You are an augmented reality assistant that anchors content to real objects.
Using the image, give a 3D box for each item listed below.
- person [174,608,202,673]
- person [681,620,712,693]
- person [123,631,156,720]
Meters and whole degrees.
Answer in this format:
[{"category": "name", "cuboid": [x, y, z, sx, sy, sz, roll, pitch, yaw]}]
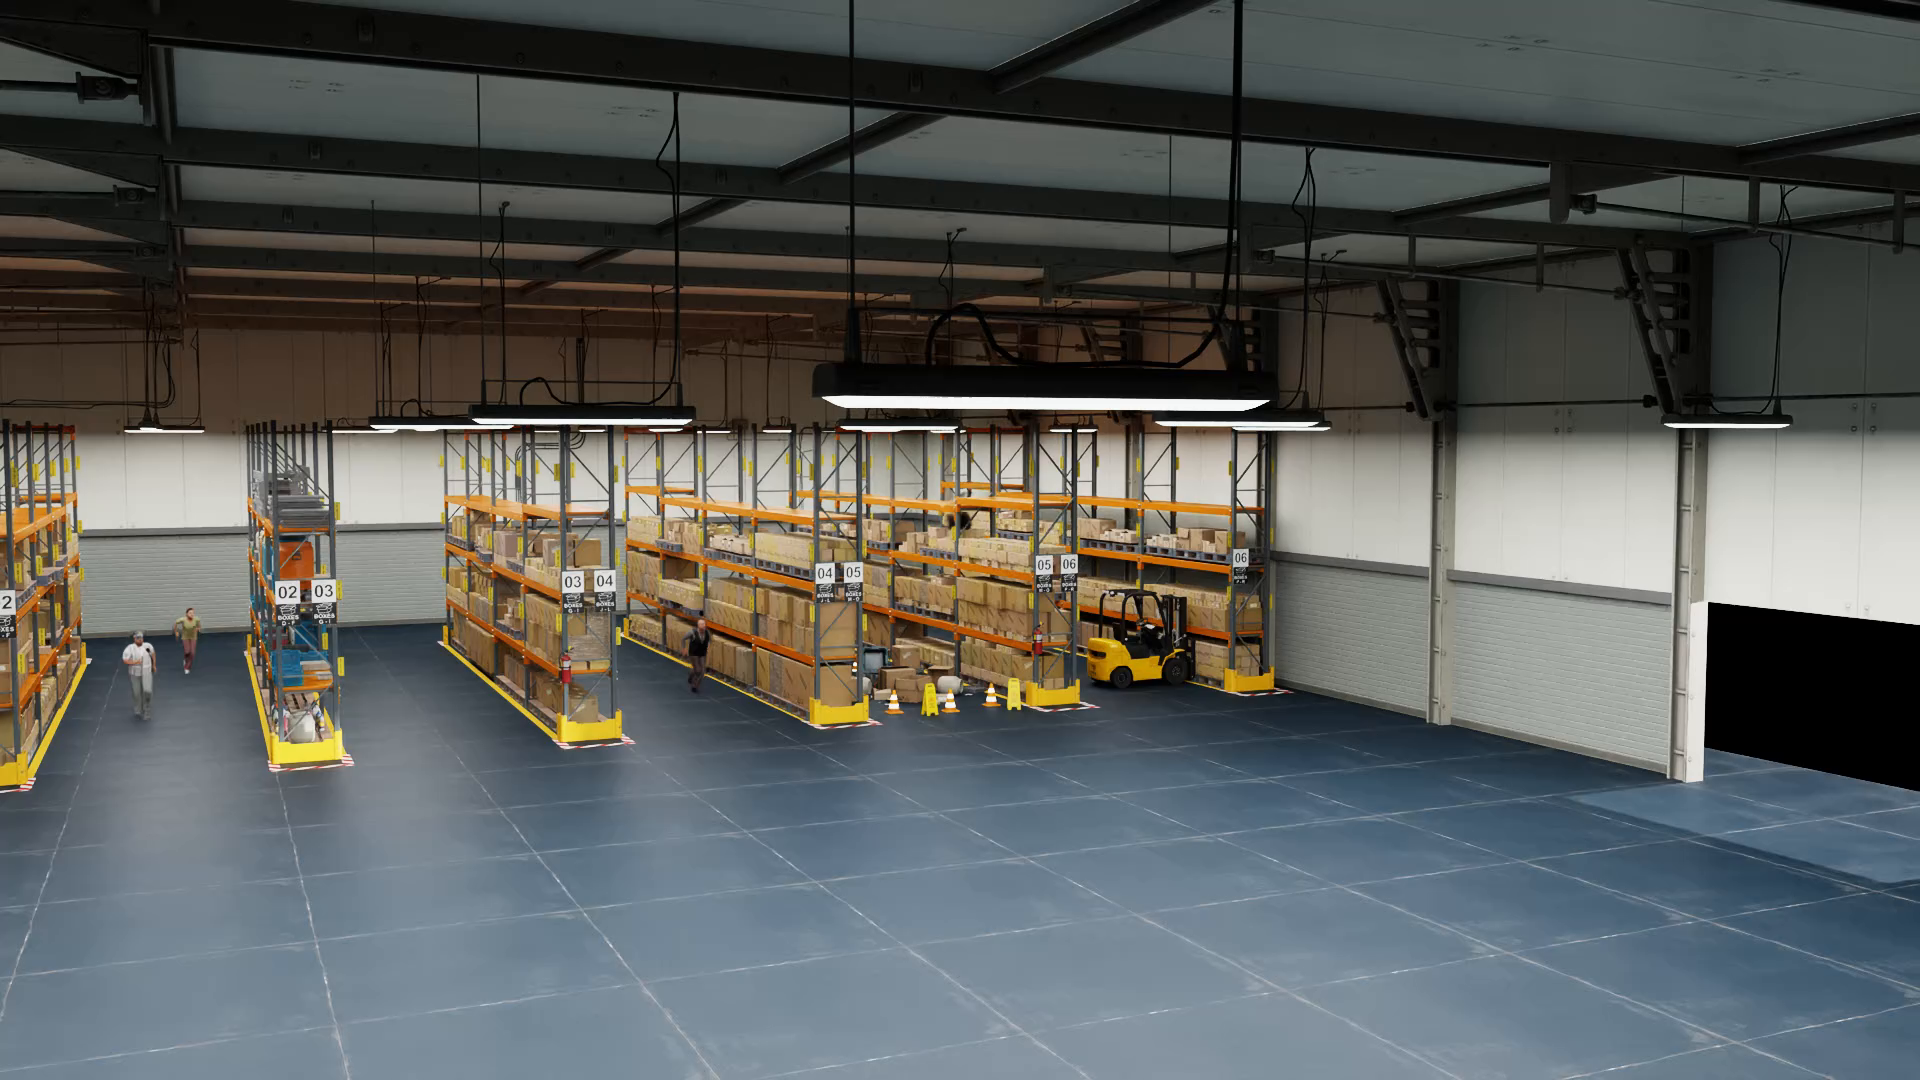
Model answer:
[{"category": "person", "cuboid": [-18.582, 2.427, 40.081, 0.581, 1.594, 0.674, -3, 5, -38]}, {"category": "person", "cuboid": [-5.829, 2.596, 37.044, 0.662, 1.652, 0.718, -3, 4, -37]}, {"category": "person", "cuboid": [-16.628, 2.742, 33.722, 0.609, 1.838, 0.855, -2, 4, -29]}]
